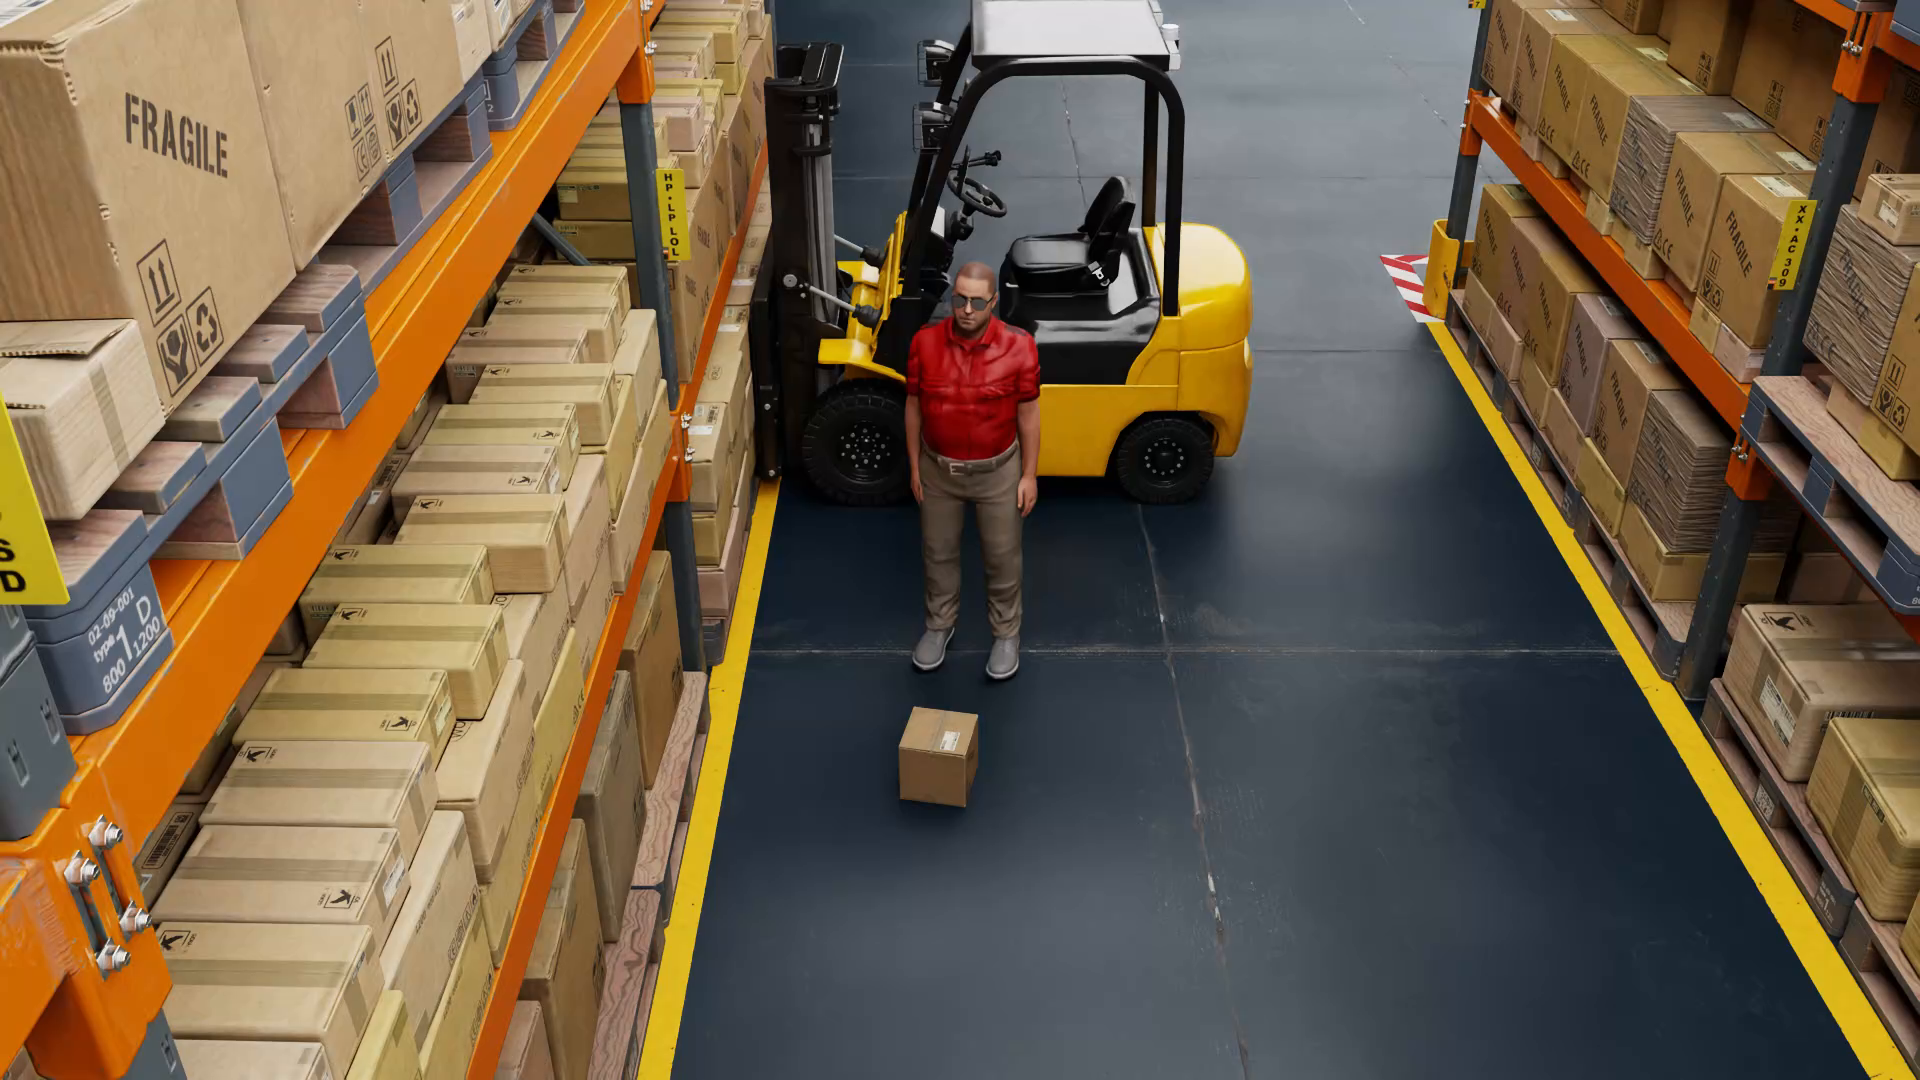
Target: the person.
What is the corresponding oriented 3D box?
[{"bbox_3d":[0.041,-0.259,6.558,0.537,1.728,0.362,5,32,9],"label":"person"}]
